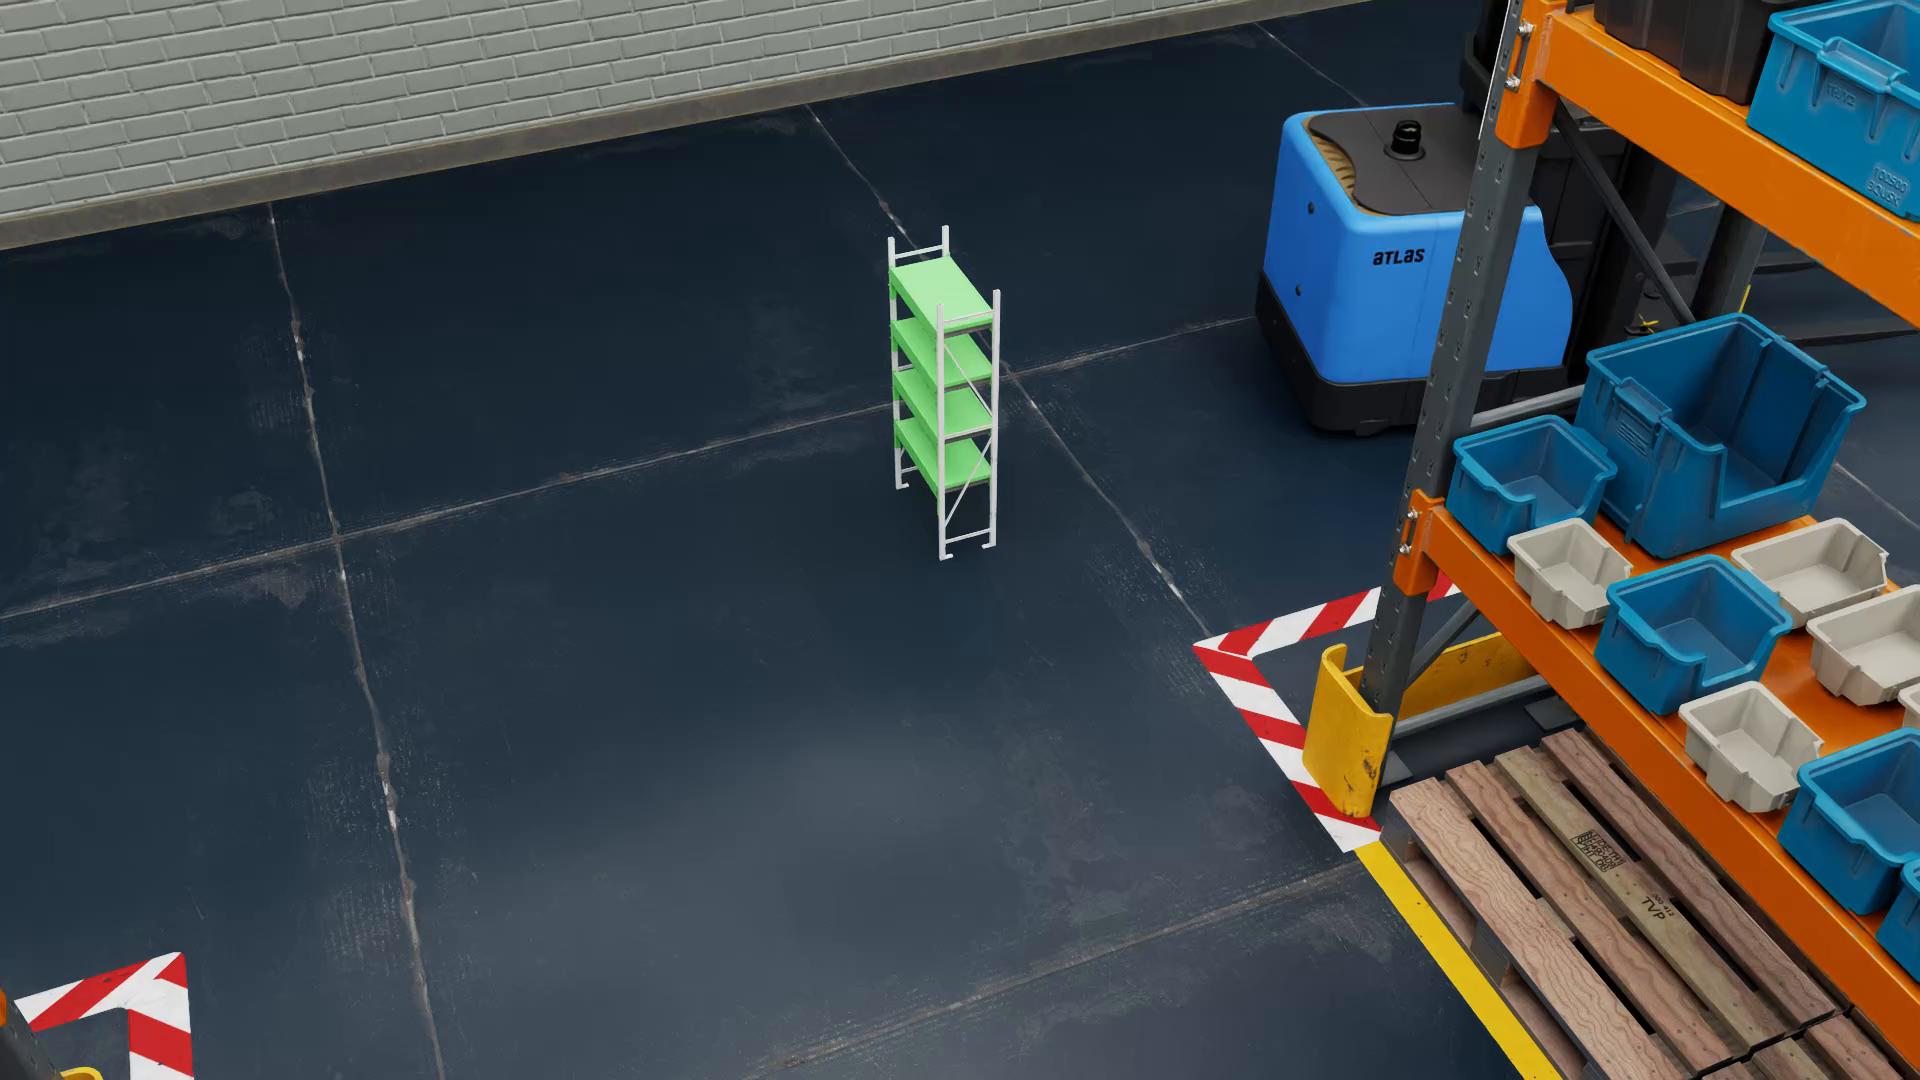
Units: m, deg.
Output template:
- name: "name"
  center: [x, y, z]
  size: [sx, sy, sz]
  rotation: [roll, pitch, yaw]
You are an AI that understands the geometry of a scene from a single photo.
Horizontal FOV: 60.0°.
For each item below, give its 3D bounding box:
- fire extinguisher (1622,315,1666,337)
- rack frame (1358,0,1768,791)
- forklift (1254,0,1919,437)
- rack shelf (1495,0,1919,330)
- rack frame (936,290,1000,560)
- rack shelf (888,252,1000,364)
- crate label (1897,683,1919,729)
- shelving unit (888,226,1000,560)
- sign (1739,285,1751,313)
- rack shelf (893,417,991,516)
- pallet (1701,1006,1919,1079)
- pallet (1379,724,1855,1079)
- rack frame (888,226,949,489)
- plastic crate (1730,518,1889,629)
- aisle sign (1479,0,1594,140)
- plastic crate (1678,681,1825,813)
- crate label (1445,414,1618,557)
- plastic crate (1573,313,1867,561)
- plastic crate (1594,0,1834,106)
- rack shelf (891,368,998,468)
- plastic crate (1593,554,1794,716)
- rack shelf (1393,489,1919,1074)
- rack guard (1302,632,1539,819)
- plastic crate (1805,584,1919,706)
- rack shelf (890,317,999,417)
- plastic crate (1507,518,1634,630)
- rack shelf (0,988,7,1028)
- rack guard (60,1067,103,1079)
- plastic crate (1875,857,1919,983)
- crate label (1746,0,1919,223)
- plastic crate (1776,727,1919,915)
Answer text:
- name: "fire extinguisher"
  center: [2.172, -0.449, 5.317]
  size: [0.296, 0.674, 0.183]
  rotation: [-15, 43, -17]
- name: "rack frame"
  center: [1.810, -0.416, 4.933]
  size: [1.000, 3.000, 0.127]
  rotation: [-15, 43, -17]
- name: "forklift"
  center: [2.958, -1.997, 6.824]
  size: [3.031, 2.935, 1.130]
  rotation: [-5, 41, -6]
- name: "rack shelf"
  center: [2.575, -0.075, 2.788]
  size: [1.077, 0.370, 4.000]
  rotation: [-15, 43, -17]
- name: "rack frame"
  center: [0.030, -0.408, 6.304]
  size: [0.240, 1.200, 0.015]
  rotation: [-15, 43, -17]
- name: "rack shelf"
  center: [-0.063, -0.870, 6.203]
  size: [0.258, 0.148, 0.480]
  rotation: [-15, 43, -17]
- name: "crate label"
  center: [2.516, 0.447, 4.085]
  size: [0.396, 0.136, 0.243]
  rotation: [-15, 43, -17]
- name: "shelving unit"
  center: [-0.063, -0.555, 6.475]
  size: [0.258, 1.200, 0.503]
  rotation: [-15, 43, -17]
- name: "sign"
  center: [2.312, -0.625, 5.051]
  size: [0.100, 0.325, 0.005]
  rotation: [-15, 43, -17]
- name: "rack shelf"
  center: [-0.063, -0.324, 6.673]
  size: [0.258, 0.148, 0.480]
  rotation: [-15, 43, -17]
- name: "pallet"
  center: [2.552, 1.882, 4.400]
  size: [1.003, 0.211, 1.213]
  rotation: [-15, 43, -17]
- name: "pallet"
  center: [2.089, 1.148, 5.253]
  size: [1.003, 0.211, 1.213]
  rotation: [-15, 43, -17]
- name: "rack frame"
  center: [-0.157, -0.702, 6.646]
  size: [0.240, 1.200, 0.015]
  rotation: [-15, 43, -17]
- name: "plastic crate"
  center: [2.289, 0.108, 4.480]
  size: [0.396, 0.136, 0.243]
  rotation: [-15, 43, -17]
- name: "aisle sign"
  center: [1.508, -1.371, 4.049]
  size: [0.394, 0.787, 0.004]
  rotation: [-15, 43, -17]
- name: "plastic crate"
  center: [1.906, 0.515, 4.007]
  size: [0.250, 0.136, 0.298]
  rotation: [-15, 43, -17]
- name: "crate label"
  center: [1.600, -0.144, 4.699]
  size: [0.416, 0.233, 0.303]
  rotation: [-15, 43, -17]
- name: "plastic crate"
  center: [2.110, -0.297, 4.721]
  size: [0.616, 0.435, 0.499]
  rotation: [-15, 43, -17]
- name: "plastic crate"
  center: [1.699, -1.202, 3.647]
  size: [0.497, 0.269, 0.590]
  rotation: [-15, 43, -17]
- name: "rack shelf"
  center: [-0.063, -0.506, 6.516]
  size: [0.258, 0.148, 0.480]
  rotation: [-15, 43, -17]
- name: "plastic crate"
  center: [1.852, 0.252, 4.238]
  size: [0.416, 0.233, 0.300]
  rotation: [-15, 43, -17]
- name: "rack shelf"
  center: [2.575, 1.062, 3.766]
  size: [1.077, 0.370, 4.000]
  rotation: [-15, 43, -17]
- name: "rack guard"
  center: [1.788, 0.521, 5.761]
  size: [1.175, 0.500, 0.348]
  rotation: [-15, 43, -17]
- name: "plastic crate"
  center: [2.386, 0.286, 4.273]
  size: [0.396, 0.136, 0.243]
  rotation: [-15, 43, -17]
- name: "rack shelf"
  center: [-0.063, -0.688, 6.360]
  size: [0.258, 0.148, 0.480]
  rotation: [-15, 43, -17]
- name: "plastic crate"
  center: [1.646, 0.106, 4.482]
  size: [0.250, 0.136, 0.298]
  rotation: [-15, 43, -17]
- name: "rack shelf"
  center: [-2.003, 2.295, 2.332]
  size: [1.077, 0.370, 4.000]
  rotation: [-15, 43, -17]
- name: "rack guard"
  center: [-2.739, 1.811, 4.260]
  size: [1.175, 0.500, 0.348]
  rotation: [-15, 43, -17]
- name: "plastic crate"
  center: [2.218, 0.830, 3.567]
  size: [0.416, 0.233, 0.300]
  rotation: [-15, 43, -17]
- name: "crate label"
  center: [1.864, -0.860, 3.263]
  size: [0.408, 0.251, 0.502]
  rotation: [-15, 43, -17]
- name: "plastic crate"
  center: [2.104, 0.649, 3.777]
  size: [0.416, 0.233, 0.300]
  rotation: [-15, 43, -17]
